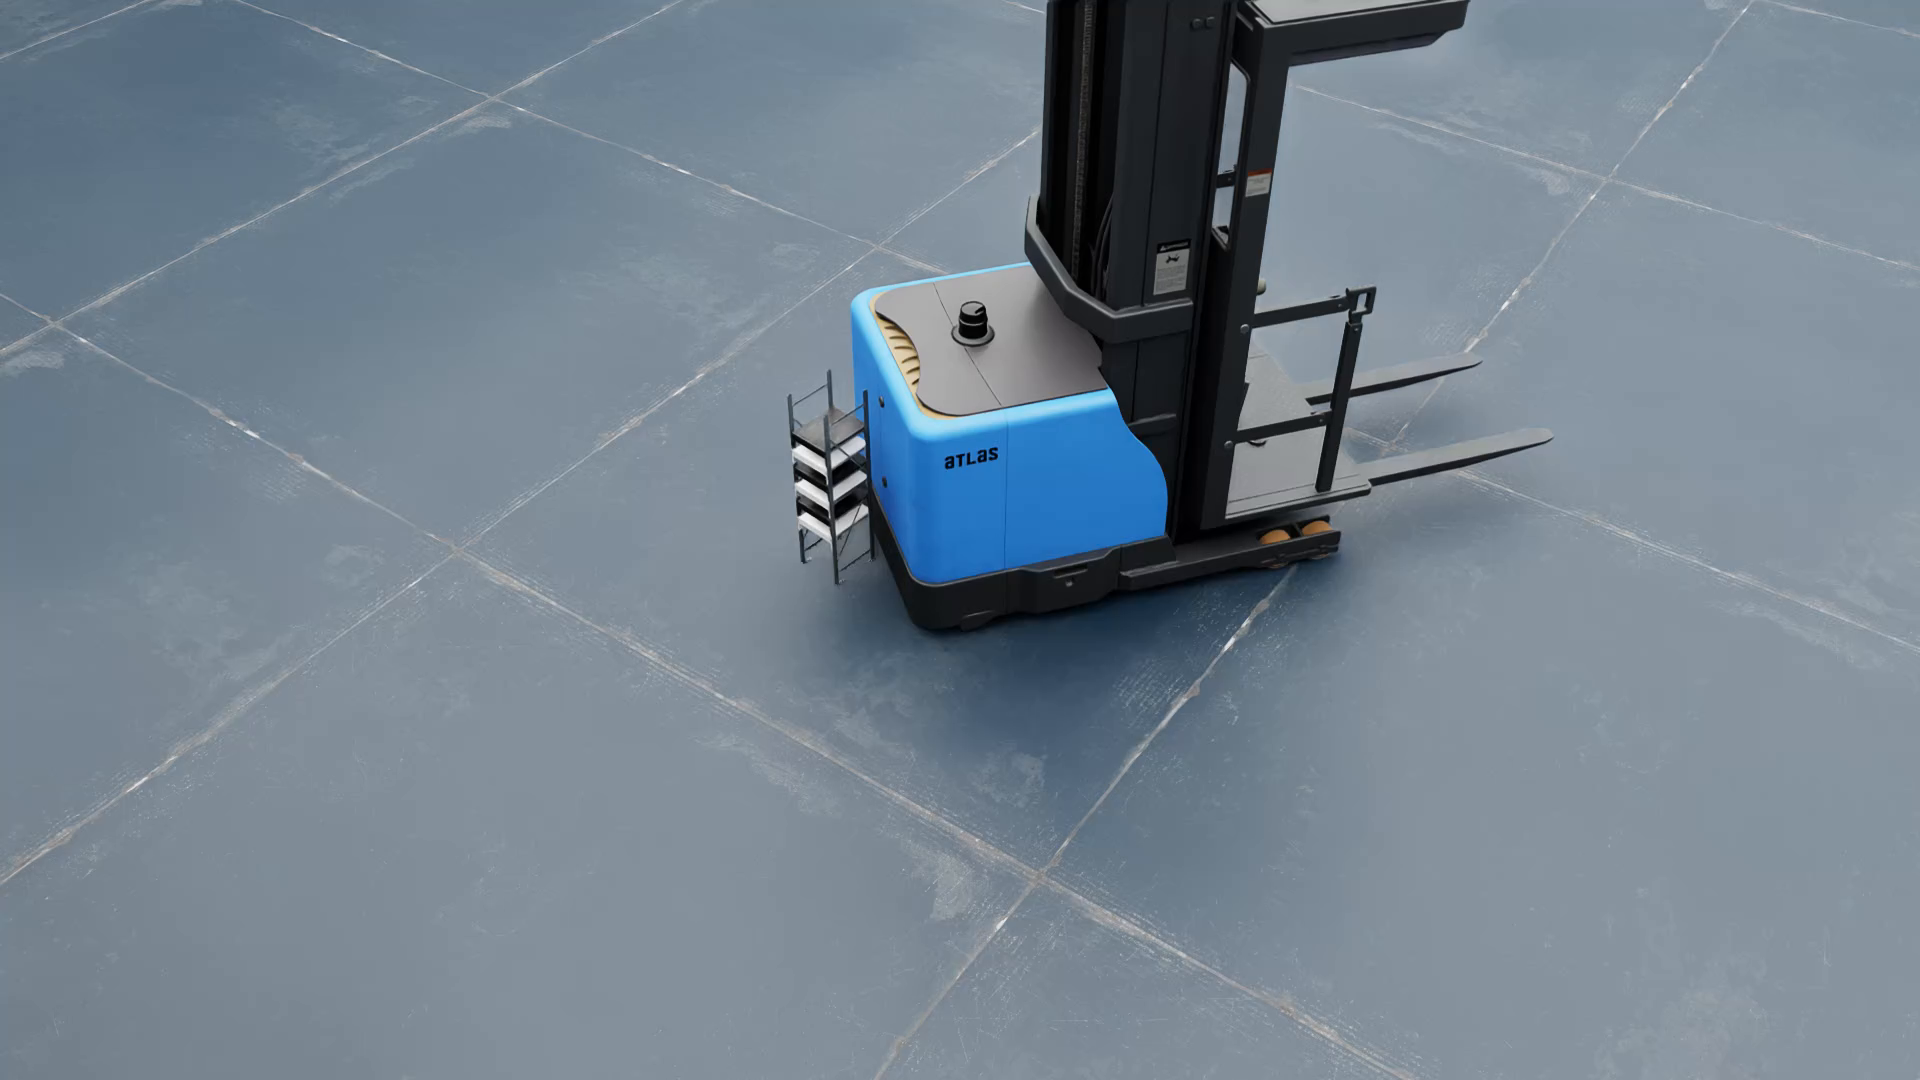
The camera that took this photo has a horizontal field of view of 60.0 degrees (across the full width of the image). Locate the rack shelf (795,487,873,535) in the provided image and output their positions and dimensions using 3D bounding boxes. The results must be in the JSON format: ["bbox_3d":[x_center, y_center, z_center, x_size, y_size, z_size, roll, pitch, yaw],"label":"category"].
[{"bbox_3d":[-0.523,-0.153,6.931,0.200,0.077,0.258,31,50,30],"label":"rack shelf"}]

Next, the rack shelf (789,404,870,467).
[{"bbox_3d":[-0.523,-0.422,6.691,0.200,0.077,0.258,31,50,30],"label":"rack shelf"}]

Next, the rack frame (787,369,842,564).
[{"bbox_3d":[-0.599,-0.291,6.900,0.006,0.900,0.240,31,50,30],"label":"rack frame"}]

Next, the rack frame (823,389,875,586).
[{"bbox_3d":[-0.447,-0.200,6.799,0.006,0.900,0.240,31,50,30],"label":"rack frame"}]

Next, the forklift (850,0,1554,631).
[{"bbox_3d":[1.115,-1.296,6.500,3.031,2.935,1.130,-12,43,-13],"label":"forklift"}]

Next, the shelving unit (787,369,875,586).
[{"bbox_3d":[-0.523,-0.245,6.849,0.210,0.900,0.258,31,50,30],"label":"shelving unit"}]

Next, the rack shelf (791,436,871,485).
[{"bbox_3d":[-0.523,-0.355,6.751,0.200,0.077,0.258,31,50,30],"label":"rack shelf"}]

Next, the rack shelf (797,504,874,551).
[{"bbox_3d":[-0.523,-0.086,6.991,0.200,0.077,0.258,31,50,30],"label":"rack shelf"}]

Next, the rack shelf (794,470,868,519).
[{"bbox_3d":[-0.523,-0.220,6.871,0.200,0.077,0.258,31,50,30],"label":"rack shelf"}]

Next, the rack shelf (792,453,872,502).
[{"bbox_3d":[-0.523,-0.287,6.811,0.200,0.077,0.258,31,50,30],"label":"rack shelf"}]
